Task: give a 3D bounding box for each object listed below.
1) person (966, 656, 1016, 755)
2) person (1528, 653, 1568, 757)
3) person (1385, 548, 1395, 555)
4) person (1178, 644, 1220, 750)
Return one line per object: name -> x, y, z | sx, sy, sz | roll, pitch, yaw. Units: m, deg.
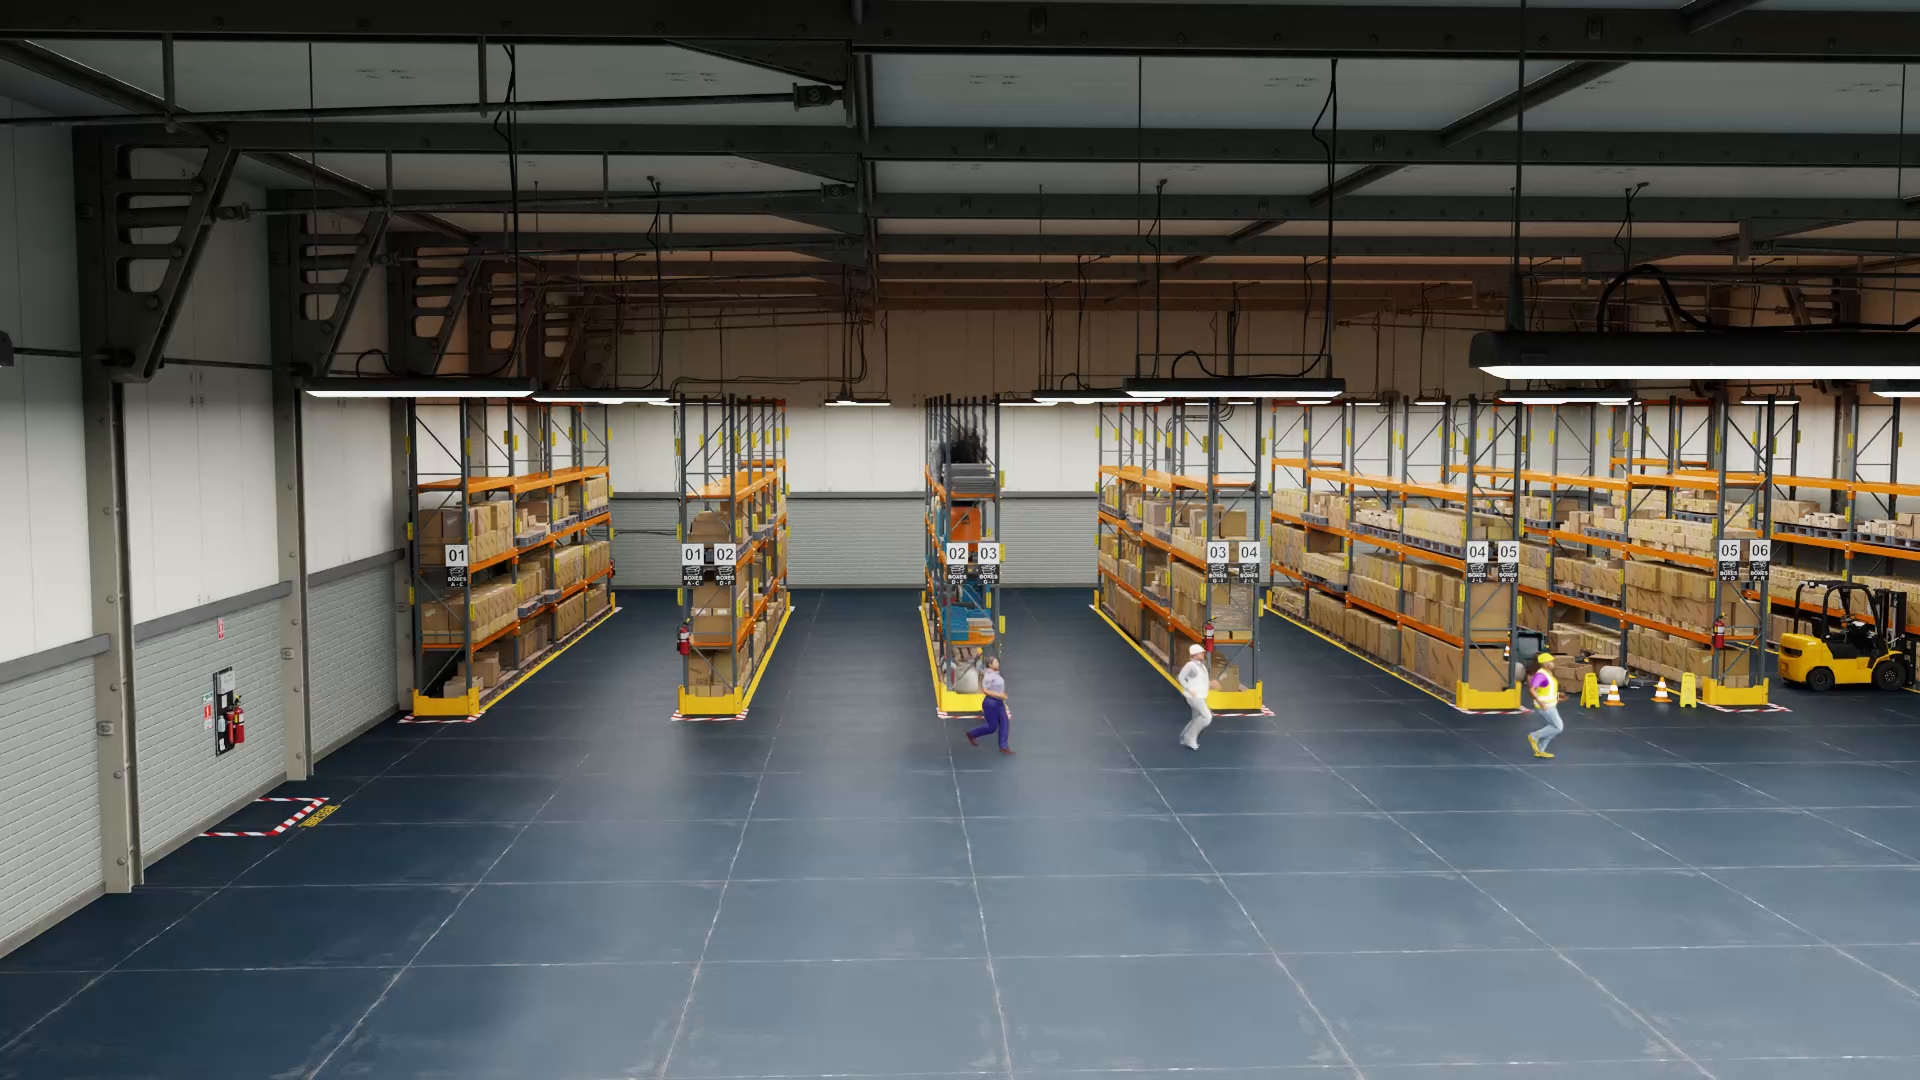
person -> 0.525, 2.741, 27.552 | 0.849, 1.634, 0.607 | 2, 5, 21
person -> 9.630, 2.711, 27.232 | 0.576, 1.718, 0.698 | 3, 5, 29
person -> 12.827, 0.941, 49.307 | 0.930, 1.803, 0.712 | 0, 5, 3
person -> 4.014, 2.638, 27.968 | 0.682, 1.756, 0.634 | 2, 5, 28
